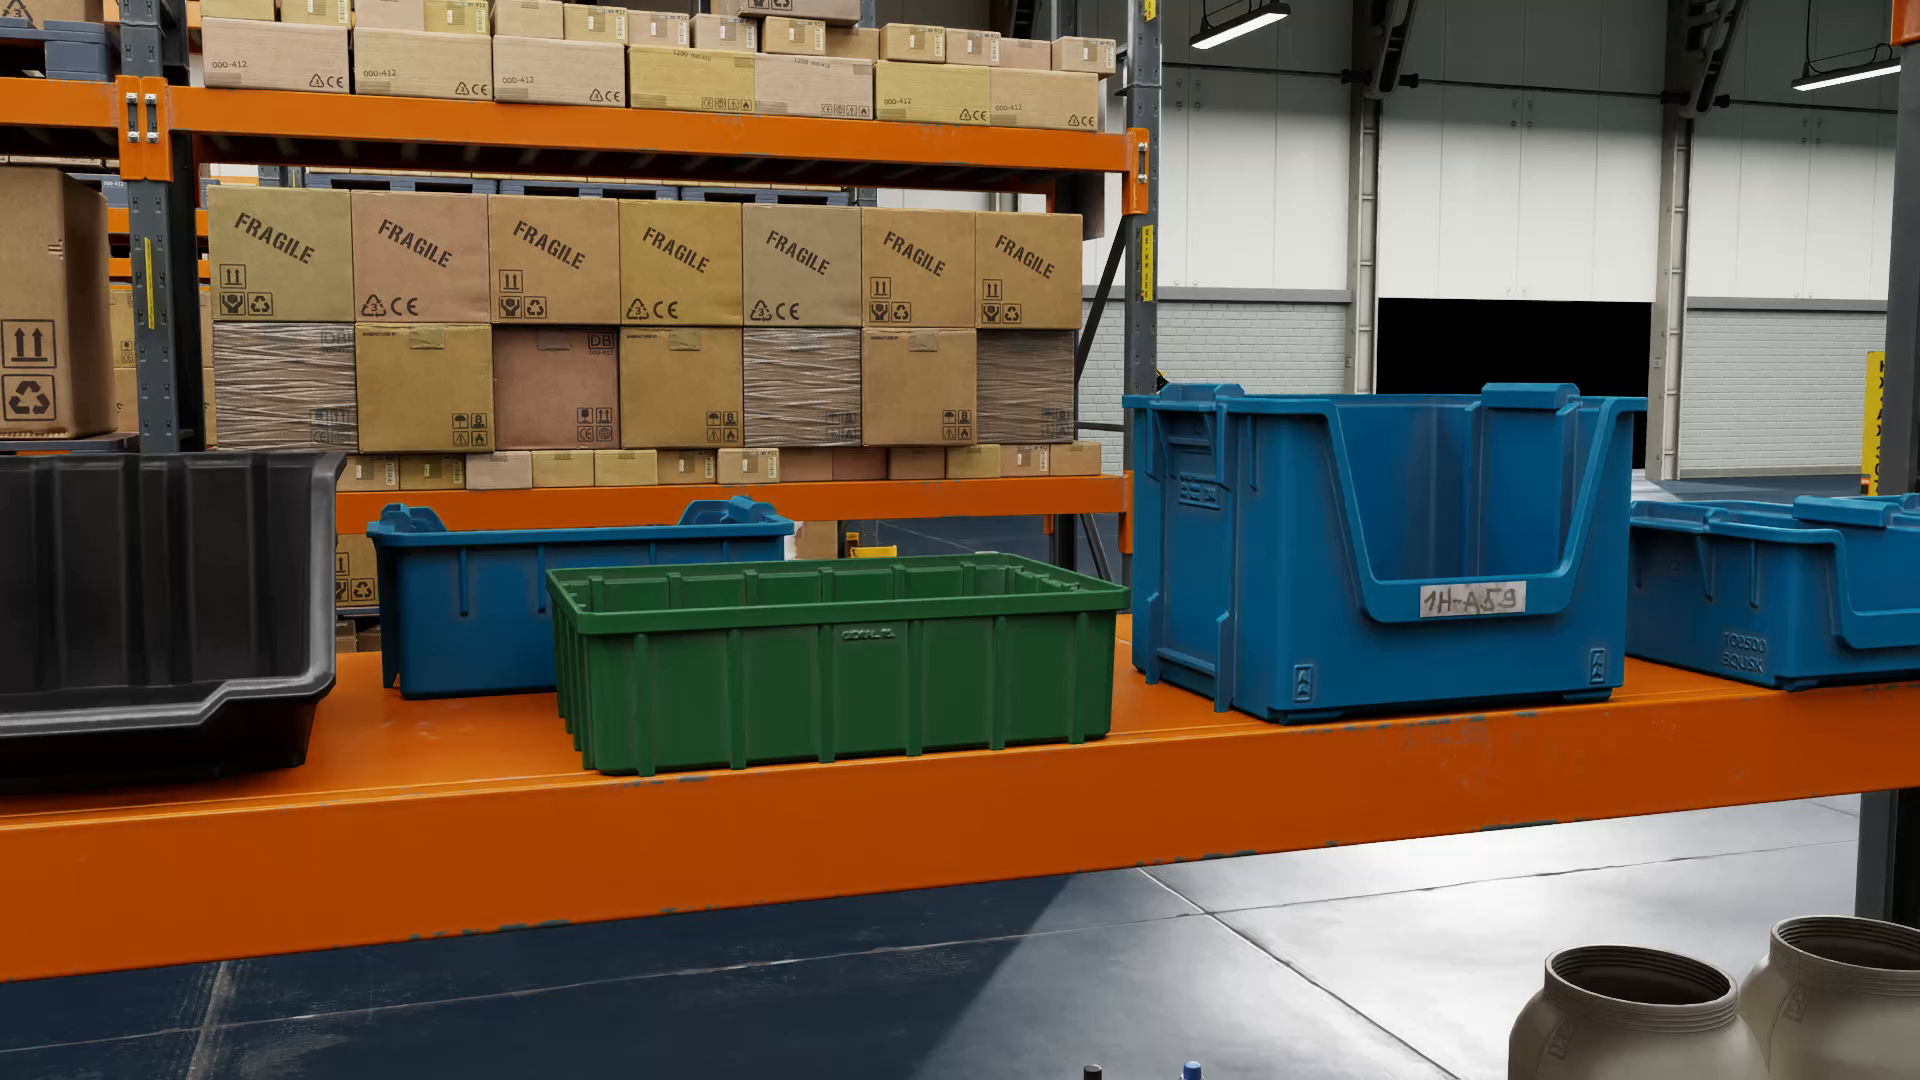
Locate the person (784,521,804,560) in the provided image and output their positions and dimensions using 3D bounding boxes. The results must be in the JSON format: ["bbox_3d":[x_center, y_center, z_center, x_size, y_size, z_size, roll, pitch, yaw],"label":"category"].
[{"bbox_3d":[-1.241,-0.074,9.688,0.686,1.841,0.522,-3,6,-26],"label":"person"}]
